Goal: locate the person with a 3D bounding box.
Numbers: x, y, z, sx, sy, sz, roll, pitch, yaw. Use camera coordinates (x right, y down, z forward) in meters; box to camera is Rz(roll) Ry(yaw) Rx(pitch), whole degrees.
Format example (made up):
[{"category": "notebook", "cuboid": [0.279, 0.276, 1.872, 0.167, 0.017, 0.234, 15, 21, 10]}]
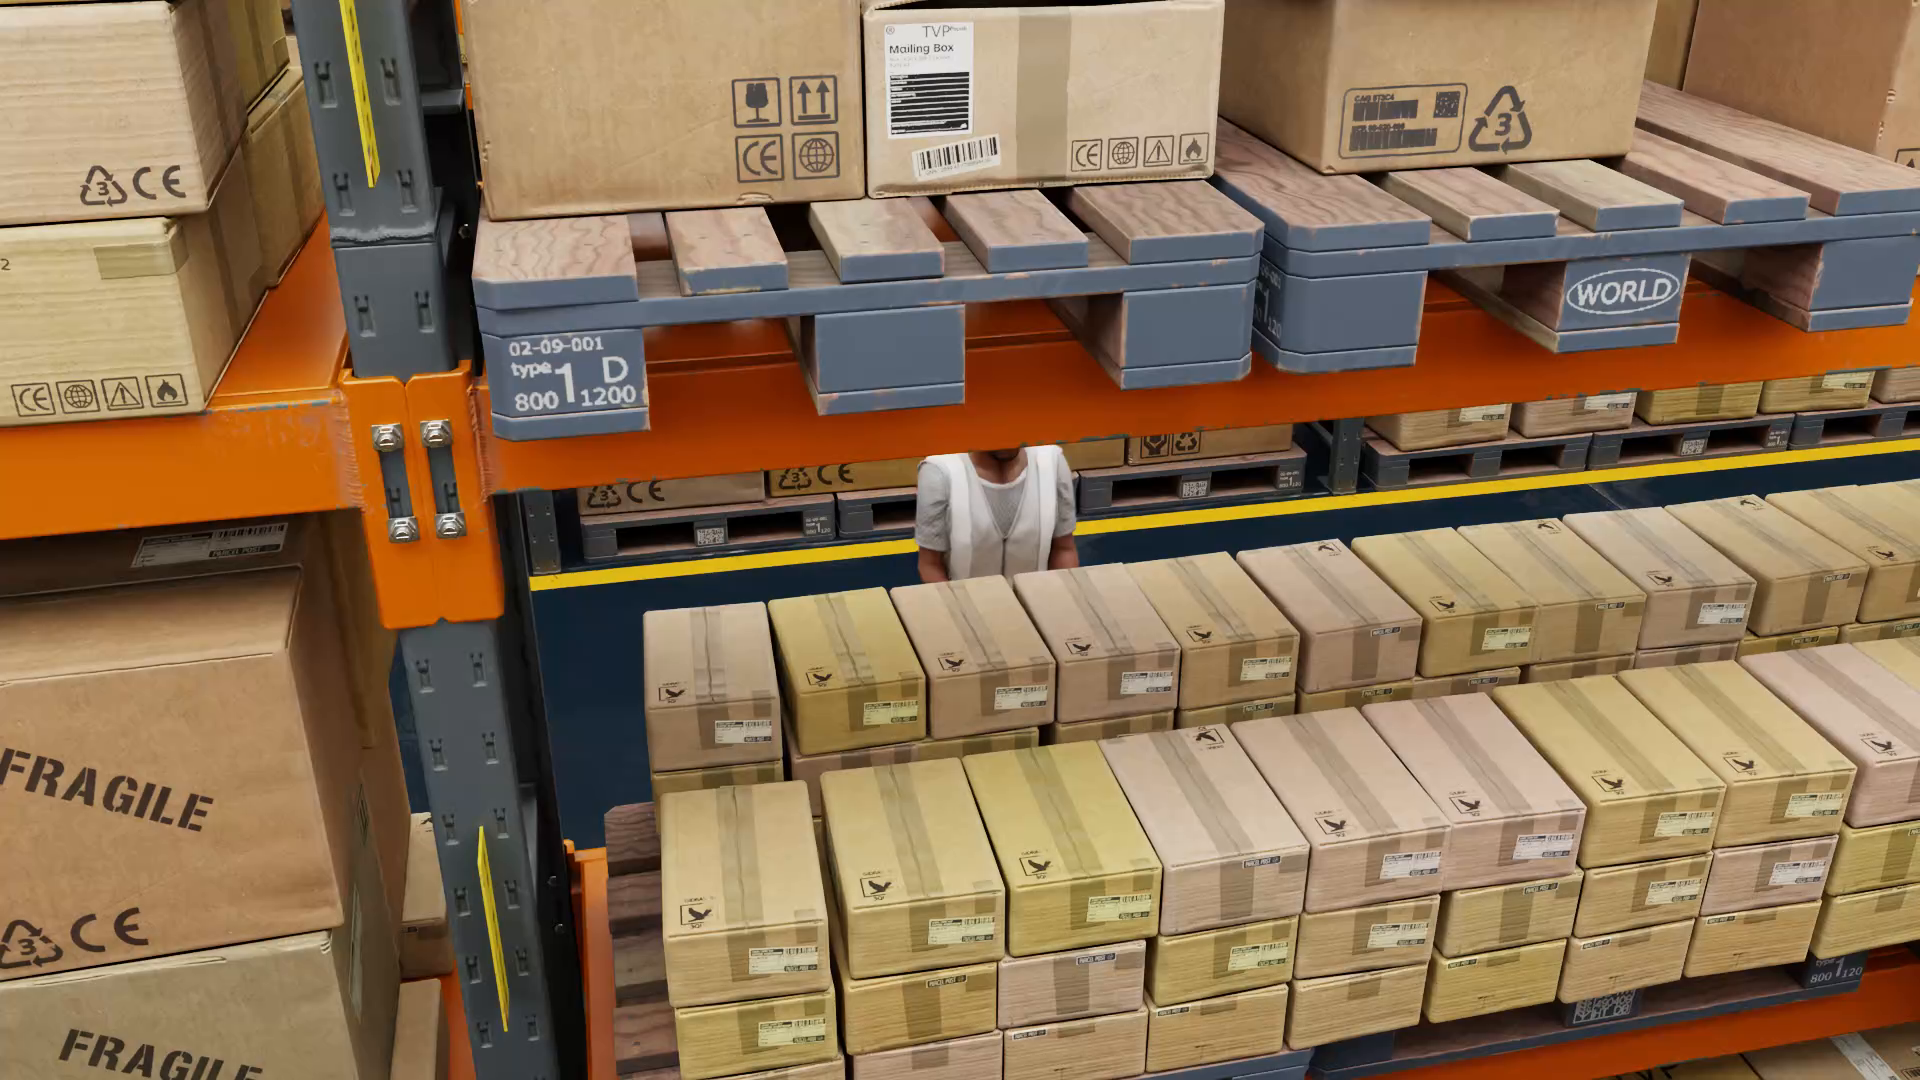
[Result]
[{"category": "person", "cuboid": [0.133, 0.295, 5.496, 0.546, 1.788, 0.507, -6, 27, -12]}]
